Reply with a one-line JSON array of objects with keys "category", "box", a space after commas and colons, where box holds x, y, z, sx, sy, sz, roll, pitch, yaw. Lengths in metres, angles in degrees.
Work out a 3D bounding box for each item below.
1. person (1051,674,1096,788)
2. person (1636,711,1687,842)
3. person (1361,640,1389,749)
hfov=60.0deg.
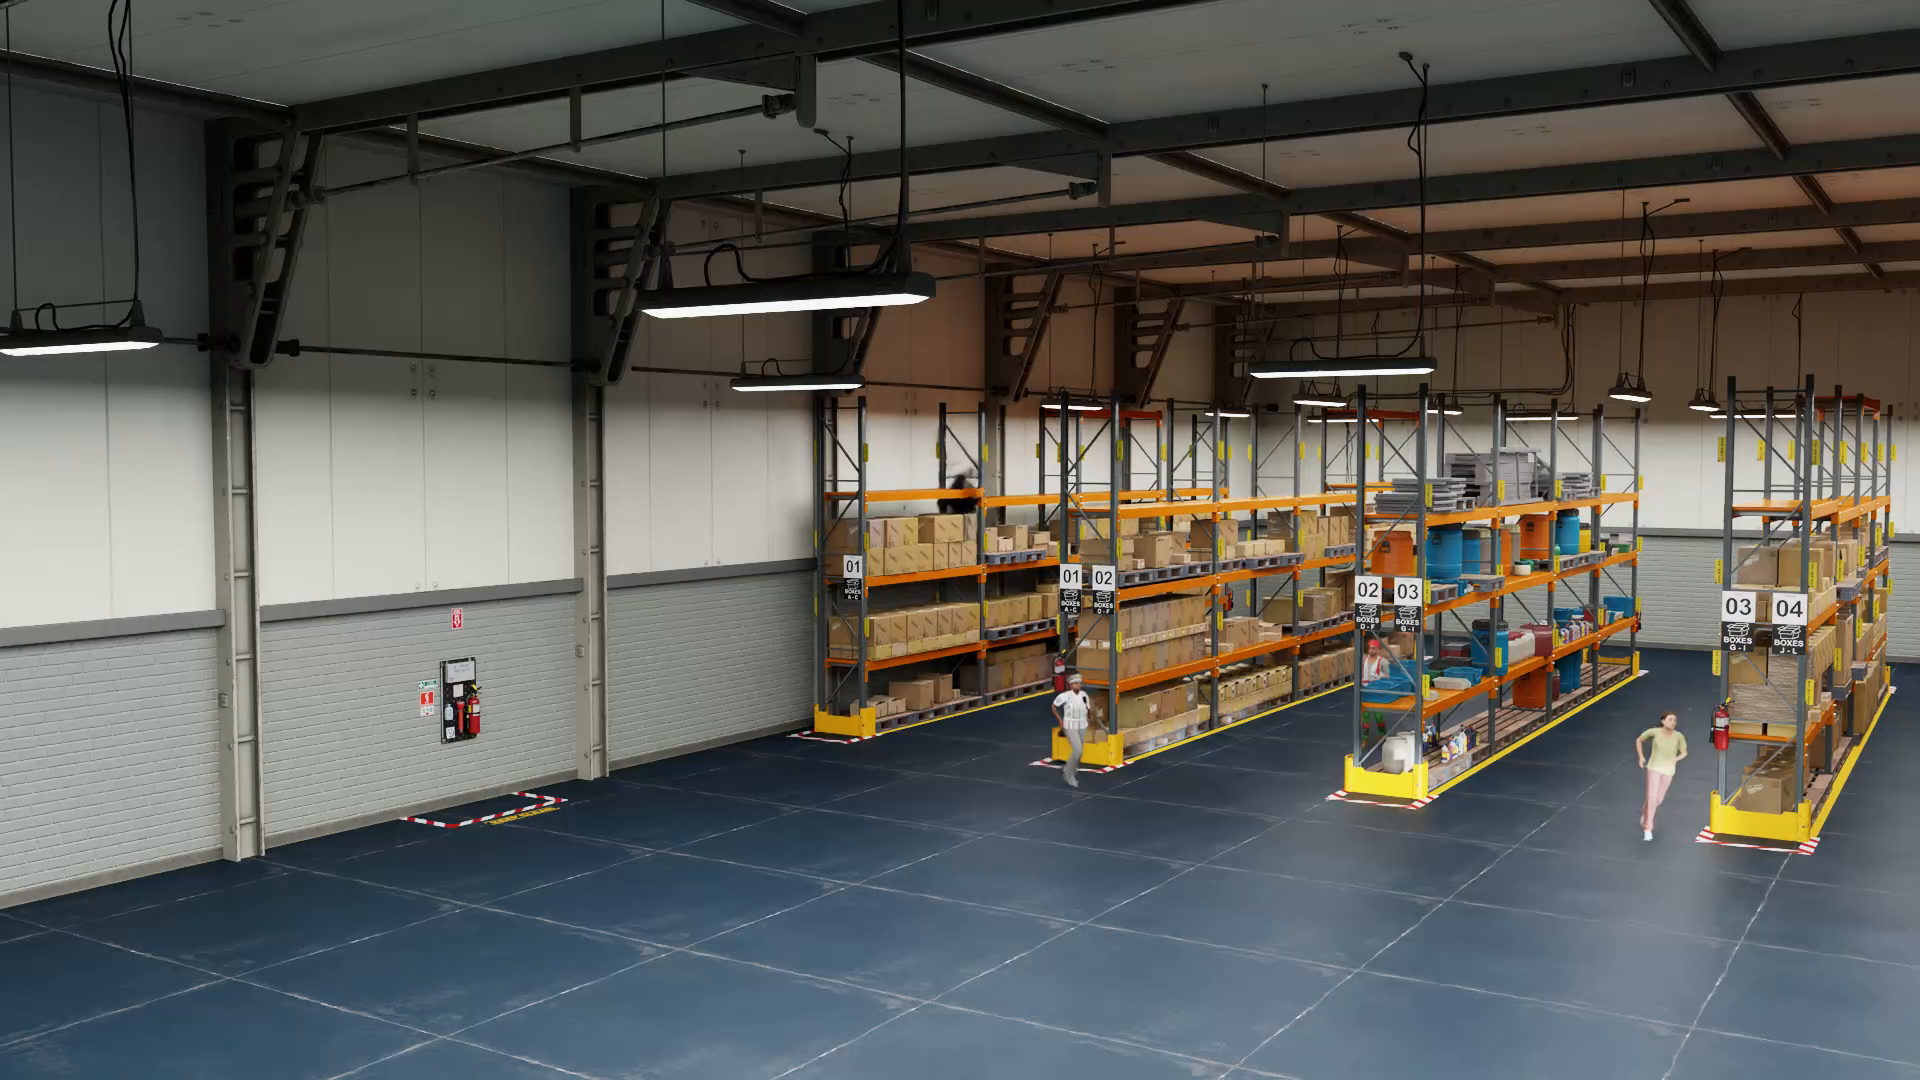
[{"category": "person", "box": [1.744, 2.855, 24.983, 0.579, 1.704, 0.704, -2, 3, -30]}, {"category": "person", "box": [9.194, 3.046, 21.778, 0.608, 1.662, 0.890, 1, 3, 9]}, {"category": "person", "box": [7.035, 2.612, 28.317, 0.640, 1.824, 0.814, 2, 4, 34]}]
